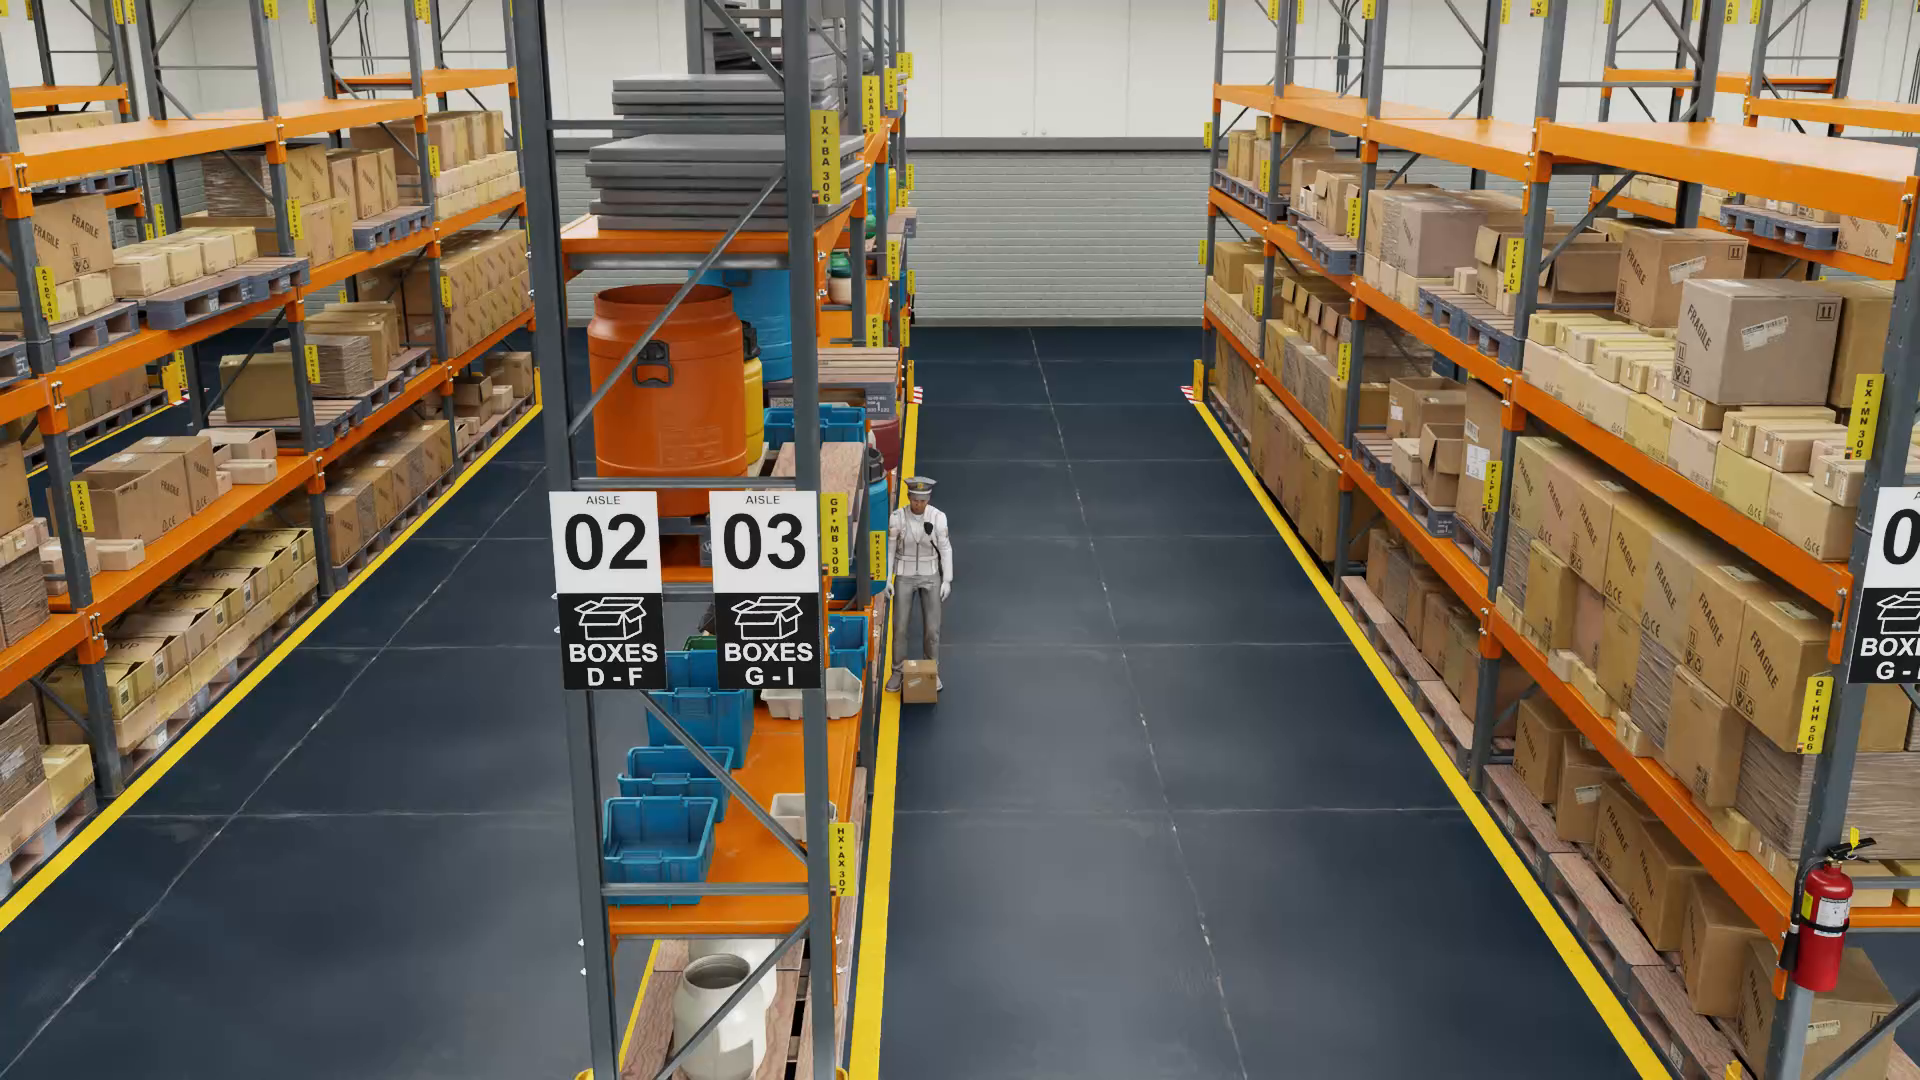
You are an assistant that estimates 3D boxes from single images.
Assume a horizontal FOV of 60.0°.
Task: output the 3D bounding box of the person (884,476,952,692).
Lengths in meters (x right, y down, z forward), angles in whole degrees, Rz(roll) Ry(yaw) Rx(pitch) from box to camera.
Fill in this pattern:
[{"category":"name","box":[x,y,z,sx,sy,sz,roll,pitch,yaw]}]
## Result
[{"category":"person","box":[-0.321,0.316,12.523,0.526,1.663,0.375,0,17,-1]}]
